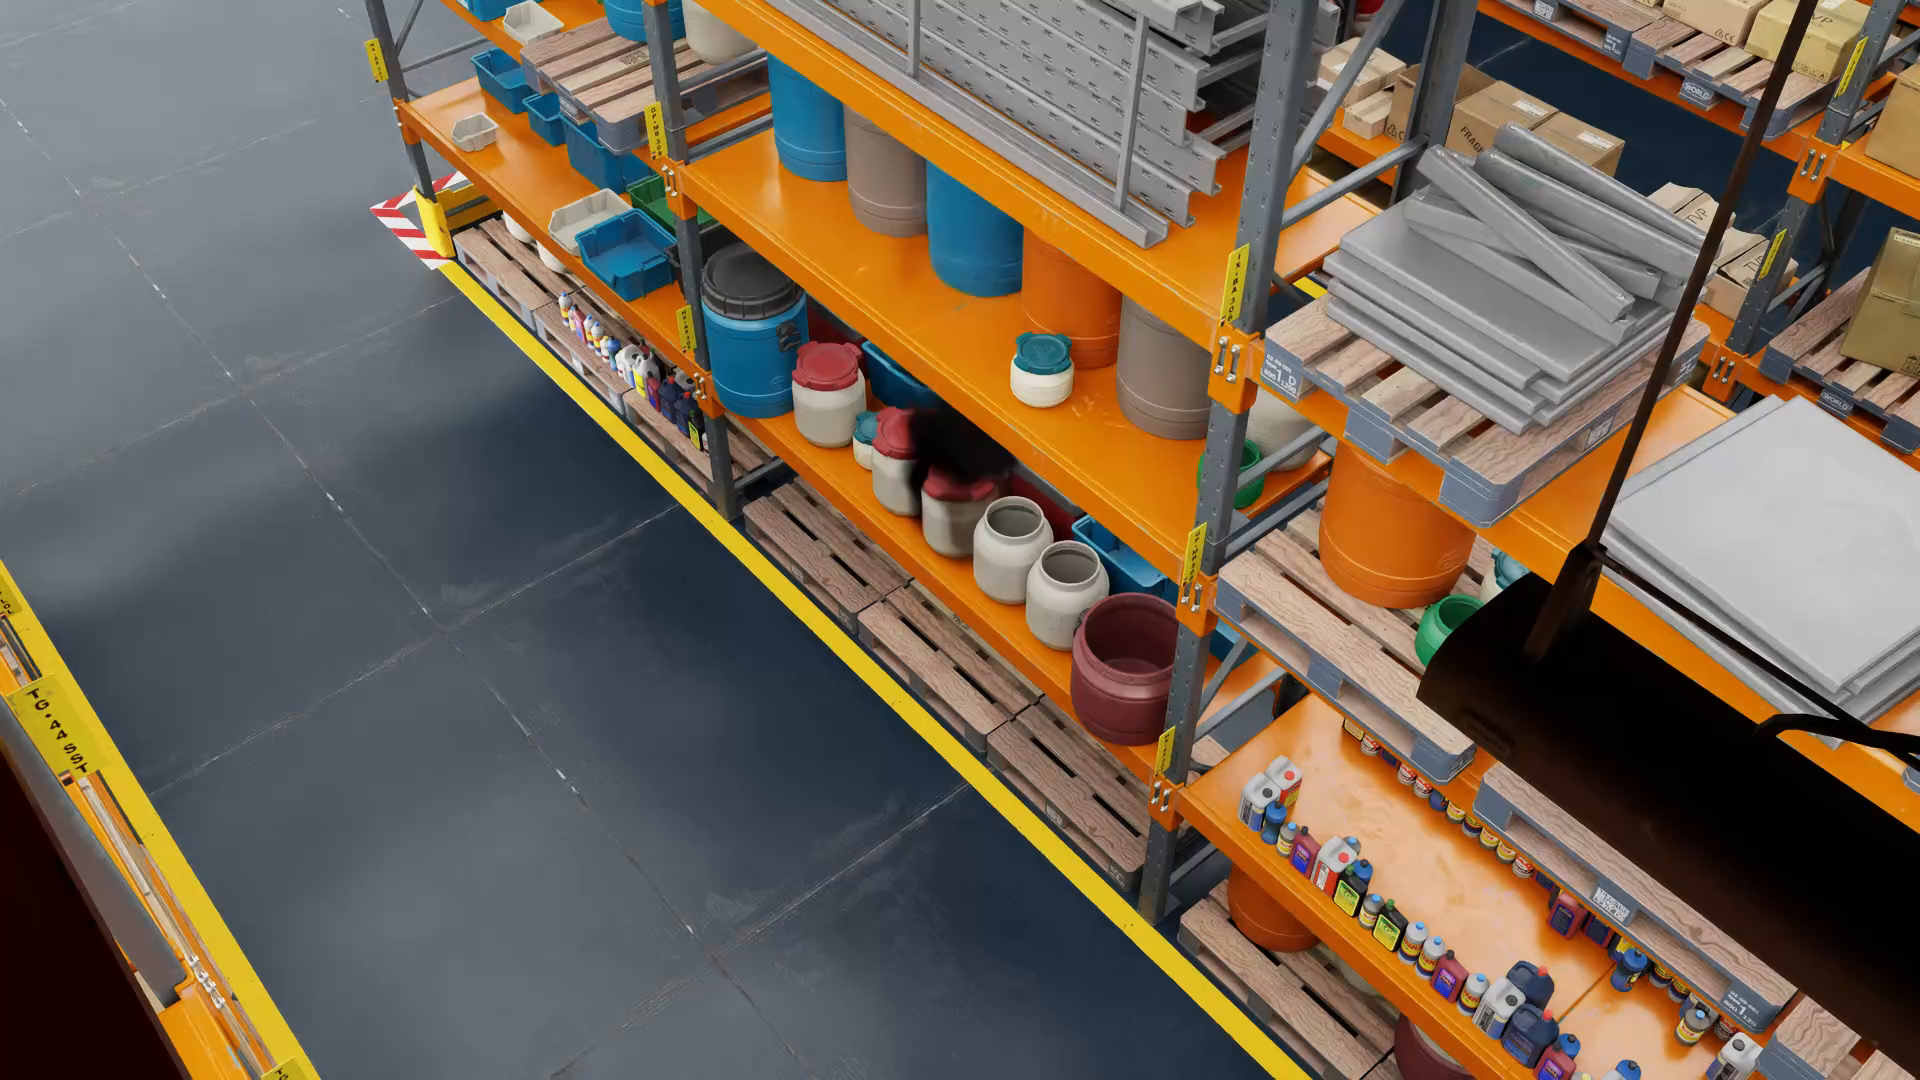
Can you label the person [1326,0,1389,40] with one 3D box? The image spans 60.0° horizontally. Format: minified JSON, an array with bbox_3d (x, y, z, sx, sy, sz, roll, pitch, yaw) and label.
[{"bbox_3d":[3.351,-4.349,13.944,0.664,1.667,0.651,29,53,25],"label":"person"}]
